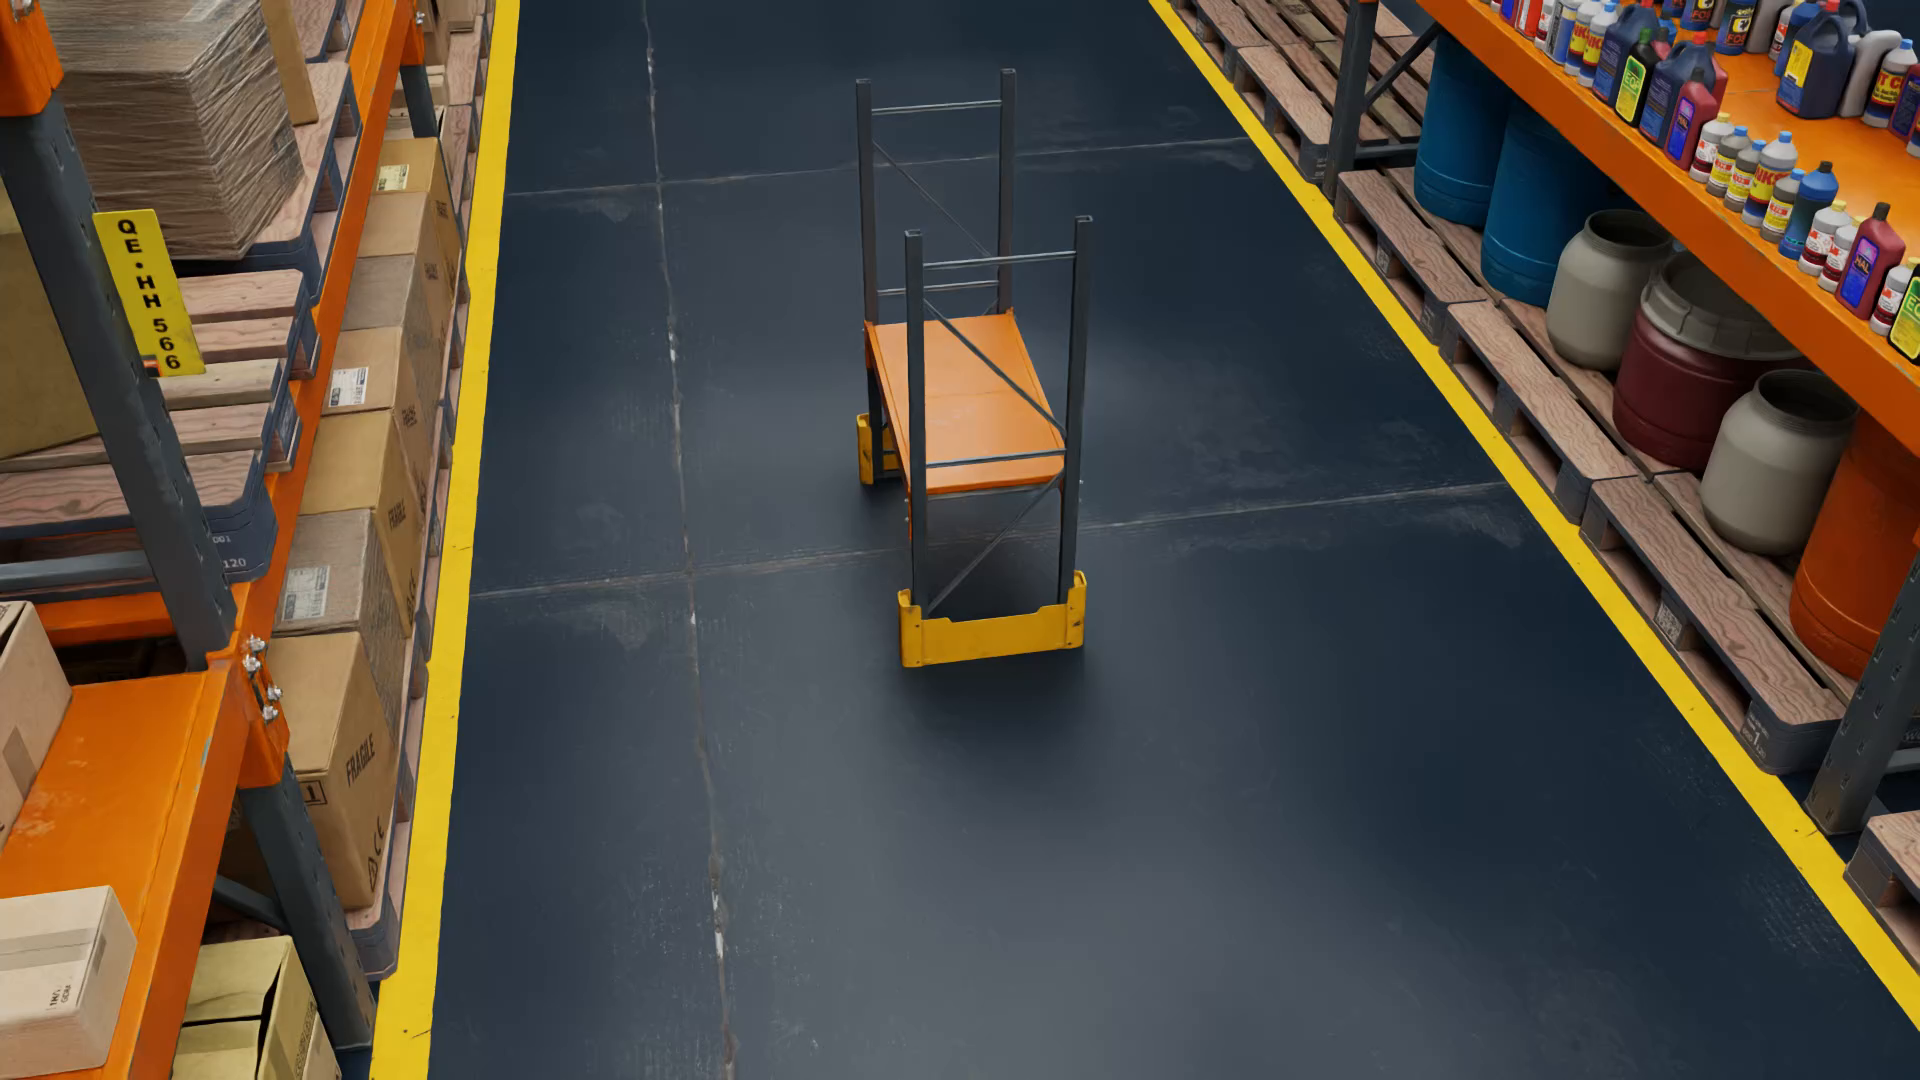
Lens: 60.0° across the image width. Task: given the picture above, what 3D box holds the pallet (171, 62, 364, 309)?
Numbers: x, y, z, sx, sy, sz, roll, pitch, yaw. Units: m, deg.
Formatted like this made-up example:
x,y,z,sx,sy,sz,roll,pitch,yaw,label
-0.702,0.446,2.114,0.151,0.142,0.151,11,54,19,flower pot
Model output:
x,y,z,sx,sy,sz,roll,pitch,yaw,label
-2.307,-1.006,4.756,1.003,0.211,1.213,-6,38,-8,pallet

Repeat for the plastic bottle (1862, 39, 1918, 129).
x,y,z,sx,sy,sz,roll,pitch,yaw,label
2.962,-1.454,5.281,0.097,0.271,0.097,0,38,0,plastic bottle

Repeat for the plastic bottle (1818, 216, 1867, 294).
x,y,z,sx,sy,sz,roll,pitch,yaw,label
2.382,-0.769,4.457,0.097,0.201,0.097,0,38,0,plastic bottle

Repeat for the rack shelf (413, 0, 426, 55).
x,y,z,sx,sy,sz,roll,pitch,yaw,label
-3.013,-3.247,8.071,1.077,0.370,4.000,-6,38,-8,rack shelf

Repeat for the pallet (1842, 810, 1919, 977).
x,y,z,sx,sy,sz,roll,pitch,yaw,label
3.014,1.135,4.117,1.003,0.211,1.213,-6,38,-8,pallet

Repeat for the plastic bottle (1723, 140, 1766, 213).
x,y,z,sx,sy,sz,roll,pitch,yaw,label
2.297,-1.063,4.835,0.097,0.201,0.097,0,38,0,plastic bottle

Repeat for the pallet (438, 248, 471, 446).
x,y,z,sx,sy,sz,roll,pitch,yaw,label
-2.483,-0.735,6.524,1.003,0.211,1.213,-6,38,-8,pallet

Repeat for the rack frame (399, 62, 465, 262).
x,y,z,sx,sy,sz,roll,pitch,yaw,label
-2.663,-2.323,6.296,1.000,3.000,0.127,-6,38,-8,rack frame

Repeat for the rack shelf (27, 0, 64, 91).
x,y,z,sx,sy,sz,roll,pitch,yaw,label
-2.312,-2.016,4.041,1.077,0.370,4.000,-6,38,-8,rack shelf

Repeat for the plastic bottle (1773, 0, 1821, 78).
x,y,z,sx,sy,sz,roll,pitch,yaw,label
2.830,-1.699,5.597,0.097,0.271,0.097,0,38,0,plastic bottle

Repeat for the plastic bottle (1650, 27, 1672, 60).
x,y,z,sx,sy,sz,roll,pitch,yaw,label
2.229,-1.479,5.304,0.061,0.283,0.133,-6,38,-8,plastic bottle

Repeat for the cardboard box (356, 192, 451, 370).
x,y,z,sx,sy,sz,roll,pitch,yaw,label
-2.216,-0.943,6.198,0.500,0.500,0.500,-6,38,-8,cardboard box

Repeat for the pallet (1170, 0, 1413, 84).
x,y,z,sx,sy,sz,roll,pitch,yaw,label
1.830,-2.931,9.351,1.003,0.211,1.213,-6,38,-8,pallet

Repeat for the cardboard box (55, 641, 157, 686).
x,y,z,sx,sy,sz,roll,pitch,yaw,label
-2.356,0.366,4.512,0.500,0.500,0.500,-5,38,-6,cardboard box

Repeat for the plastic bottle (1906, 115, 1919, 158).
x,y,z,sx,sy,sz,roll,pitch,yaw,label
3.003,-1.314,5.102,0.097,0.271,0.097,0,38,0,plastic bottle

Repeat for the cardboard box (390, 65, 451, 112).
x,y,z,sx,sy,sz,roll,pitch,yaw,label
-2.685,-2.176,8.057,0.380,0.166,0.250,-6,38,-8,cardboard box

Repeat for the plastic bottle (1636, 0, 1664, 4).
x,y,z,sx,sy,sz,roll,pitch,yaw,label
2.588,-2.187,6.161,0.144,0.351,0.185,-6,38,-8,plastic bottle

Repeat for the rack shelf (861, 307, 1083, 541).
x,y,z,sx,sy,sz,roll,pitch,yaw,label
0.015,-0.399,5.334,0.538,0.185,1.000,-6,38,-8,rack shelf

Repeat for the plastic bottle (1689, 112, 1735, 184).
x,y,z,sx,sy,sz,roll,pitch,yaw,label
2.263,-1.181,4.987,0.097,0.201,0.097,0,38,0,plastic bottle

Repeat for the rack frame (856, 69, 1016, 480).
x,y,z,sx,sy,sz,roll,pitch,yaw,label
-0.074,-0.848,5.619,0.500,1.500,0.032,-6,38,-8,rack frame

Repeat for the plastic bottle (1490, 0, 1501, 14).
x,y,z,sx,sy,sz,roll,pitch,yaw,label
2.012,-2.043,6.097,0.097,0.201,0.097,0,38,0,plastic bottle

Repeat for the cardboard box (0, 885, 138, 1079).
x,y,z,sx,sy,sz,roll,pitch,yaw,label
-1.532,0.705,2.602,0.380,0.149,0.250,-6,38,-8,cardboard box

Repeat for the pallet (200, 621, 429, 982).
x,y,z,sx,sy,sz,roll,pitch,yaw,label
-2.055,0.739,4.627,1.003,0.211,1.213,-6,38,-8,pallet

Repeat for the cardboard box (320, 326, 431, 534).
x,y,z,sx,sy,sz,roll,pitch,yaw,label
-2.037,-0.333,5.413,0.500,0.500,0.500,-7,38,-9,cardboard box

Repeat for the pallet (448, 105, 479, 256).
x,y,z,sx,sy,sz,roll,pitch,yaw,label
-2.782,-1.637,7.685,1.003,0.211,1.213,-6,38,-8,pallet

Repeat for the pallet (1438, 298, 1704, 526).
x,y,z,sx,sy,sz,roll,pitch,yaw,label
2.526,-0.544,6.278,1.003,0.211,1.213,-6,38,-8,pallet

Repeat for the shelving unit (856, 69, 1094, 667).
x,y,z,sx,sy,sz,roll,pitch,yaw,label
0.013,-0.546,5.231,0.587,1.500,1.083,-6,38,-8,shelving unit

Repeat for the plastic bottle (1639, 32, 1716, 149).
x,y,z,sx,sy,sz,roll,pitch,yaw,label
2.238,-1.408,5.157,0.144,0.351,0.185,-6,38,-8,plastic bottle

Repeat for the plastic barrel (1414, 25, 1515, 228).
x,y,z,sx,sy,sz,roll,pitch,yaw,label
2.293,-1.861,7.068,0.600,0.901,0.708,-6,38,-8,plastic barrel

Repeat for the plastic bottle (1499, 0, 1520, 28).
x,y,z,sx,sy,sz,roll,pitch,yaw,label
2.015,-2.004,5.980,0.061,0.283,0.133,-6,38,-8,plastic bottle

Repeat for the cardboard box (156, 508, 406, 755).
x,y,z,sx,sy,sz,roll,pitch,yaw,label
-1.857,0.285,4.617,0.500,0.500,0.500,-8,38,-10,cardboard box

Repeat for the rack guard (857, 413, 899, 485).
x,y,z,sx,sy,sz,roll,pitch,yaw,label
-0.074,-0.353,6.001,0.587,0.250,0.087,-6,38,-8,rack guard

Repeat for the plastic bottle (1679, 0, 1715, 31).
x,y,z,sx,sy,sz,roll,pitch,yaw,label
2.659,-1.969,5.944,0.097,0.271,0.097,0,38,0,plastic bottle

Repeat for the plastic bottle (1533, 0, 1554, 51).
x,y,z,sx,sy,sz,roll,pitch,yaw,label
2.076,-1.823,5.813,0.097,0.201,0.097,0,38,0,plastic bottle

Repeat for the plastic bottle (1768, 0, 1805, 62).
x,y,z,sx,sy,sz,roll,pitch,yaw,label
2.866,-1.758,5.730,0.097,0.201,0.097,0,38,0,plastic bottle

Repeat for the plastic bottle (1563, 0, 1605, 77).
x,y,z,sx,sy,sz,roll,pitch,yaw,label
2.117,-1.710,5.611,0.097,0.271,0.097,0,38,0,plastic bottle

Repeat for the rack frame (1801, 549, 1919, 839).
x,y,z,sx,sy,sz,roll,pitch,yaw,label
2.916,-0.438,3.869,1.000,3.000,0.127,-6,38,-8,rack frame

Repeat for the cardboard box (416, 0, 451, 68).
x,y,z,sx,sy,sz,roll,pitch,yaw,label
-2.997,-2.646,8.387,0.797,0.503,0.637,-6,38,-8,cardboard box

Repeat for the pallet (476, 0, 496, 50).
x,y,z,sx,sy,sz,roll,pitch,yaw,label
-3.210,-3.111,9.582,1.003,0.211,1.213,-6,38,-8,pallet

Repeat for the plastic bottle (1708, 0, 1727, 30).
x,y,z,sx,sy,sz,roll,pitch,yaw,label
2.778,-1.995,5.974,0.152,0.276,0.135,-6,38,-8,plastic bottle

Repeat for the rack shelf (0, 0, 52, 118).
x,y,z,sx,sy,sz,roll,pitch,yaw,label
-1.611,0.400,0.931,1.077,0.370,4.000,-6,38,-8,rack shelf

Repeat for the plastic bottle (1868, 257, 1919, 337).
x,y,z,sx,sy,sz,roll,pitch,yaw,label
2.423,-0.630,4.277,0.097,0.201,0.097,0,38,0,plastic bottle

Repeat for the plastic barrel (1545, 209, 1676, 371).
x,y,z,sx,sy,sz,roll,pitch,yaw,label
2.428,-0.929,6.186,0.421,0.512,0.421,0,38,0,plastic barrel

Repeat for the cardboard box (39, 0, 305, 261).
x,y,z,sx,sy,sz,roll,pitch,yaw,label
-2.155,-1.054,4.238,0.700,0.500,0.500,0,38,1,cardboard box

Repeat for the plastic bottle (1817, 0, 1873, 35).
x,y,z,sx,sy,sz,roll,pitch,yaw,label
2.891,-1.649,5.468,0.144,0.351,0.185,-6,38,-8,plastic bottle

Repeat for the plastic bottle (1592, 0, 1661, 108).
x,y,z,sx,sy,sz,roll,pitch,yaw,label
2.182,-1.600,5.405,0.144,0.351,0.185,-6,38,-8,plastic bottle

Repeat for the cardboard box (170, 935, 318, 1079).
x,y,z,sx,sy,sz,roll,pitch,yaw,label
-1.627,1.081,3.355,0.500,0.311,0.500,-5,38,-7,cardboard box

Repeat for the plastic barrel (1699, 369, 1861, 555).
x,y,z,sx,sy,sz,roll,pitch,yaw,label
2.626,-0.246,5.308,0.421,0.512,0.421,0,38,0,plastic barrel

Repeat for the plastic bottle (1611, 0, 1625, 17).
x,y,z,sx,sy,sz,roll,pitch,yaw,label
2.243,-1.780,5.758,0.097,0.201,0.097,0,38,0,plastic bottle

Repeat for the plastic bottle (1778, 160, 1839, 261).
x,y,z,sx,sy,sz,roll,pitch,yaw,label
2.348,-0.914,4.587,0.097,0.271,0.097,0,38,0,plastic bottle
